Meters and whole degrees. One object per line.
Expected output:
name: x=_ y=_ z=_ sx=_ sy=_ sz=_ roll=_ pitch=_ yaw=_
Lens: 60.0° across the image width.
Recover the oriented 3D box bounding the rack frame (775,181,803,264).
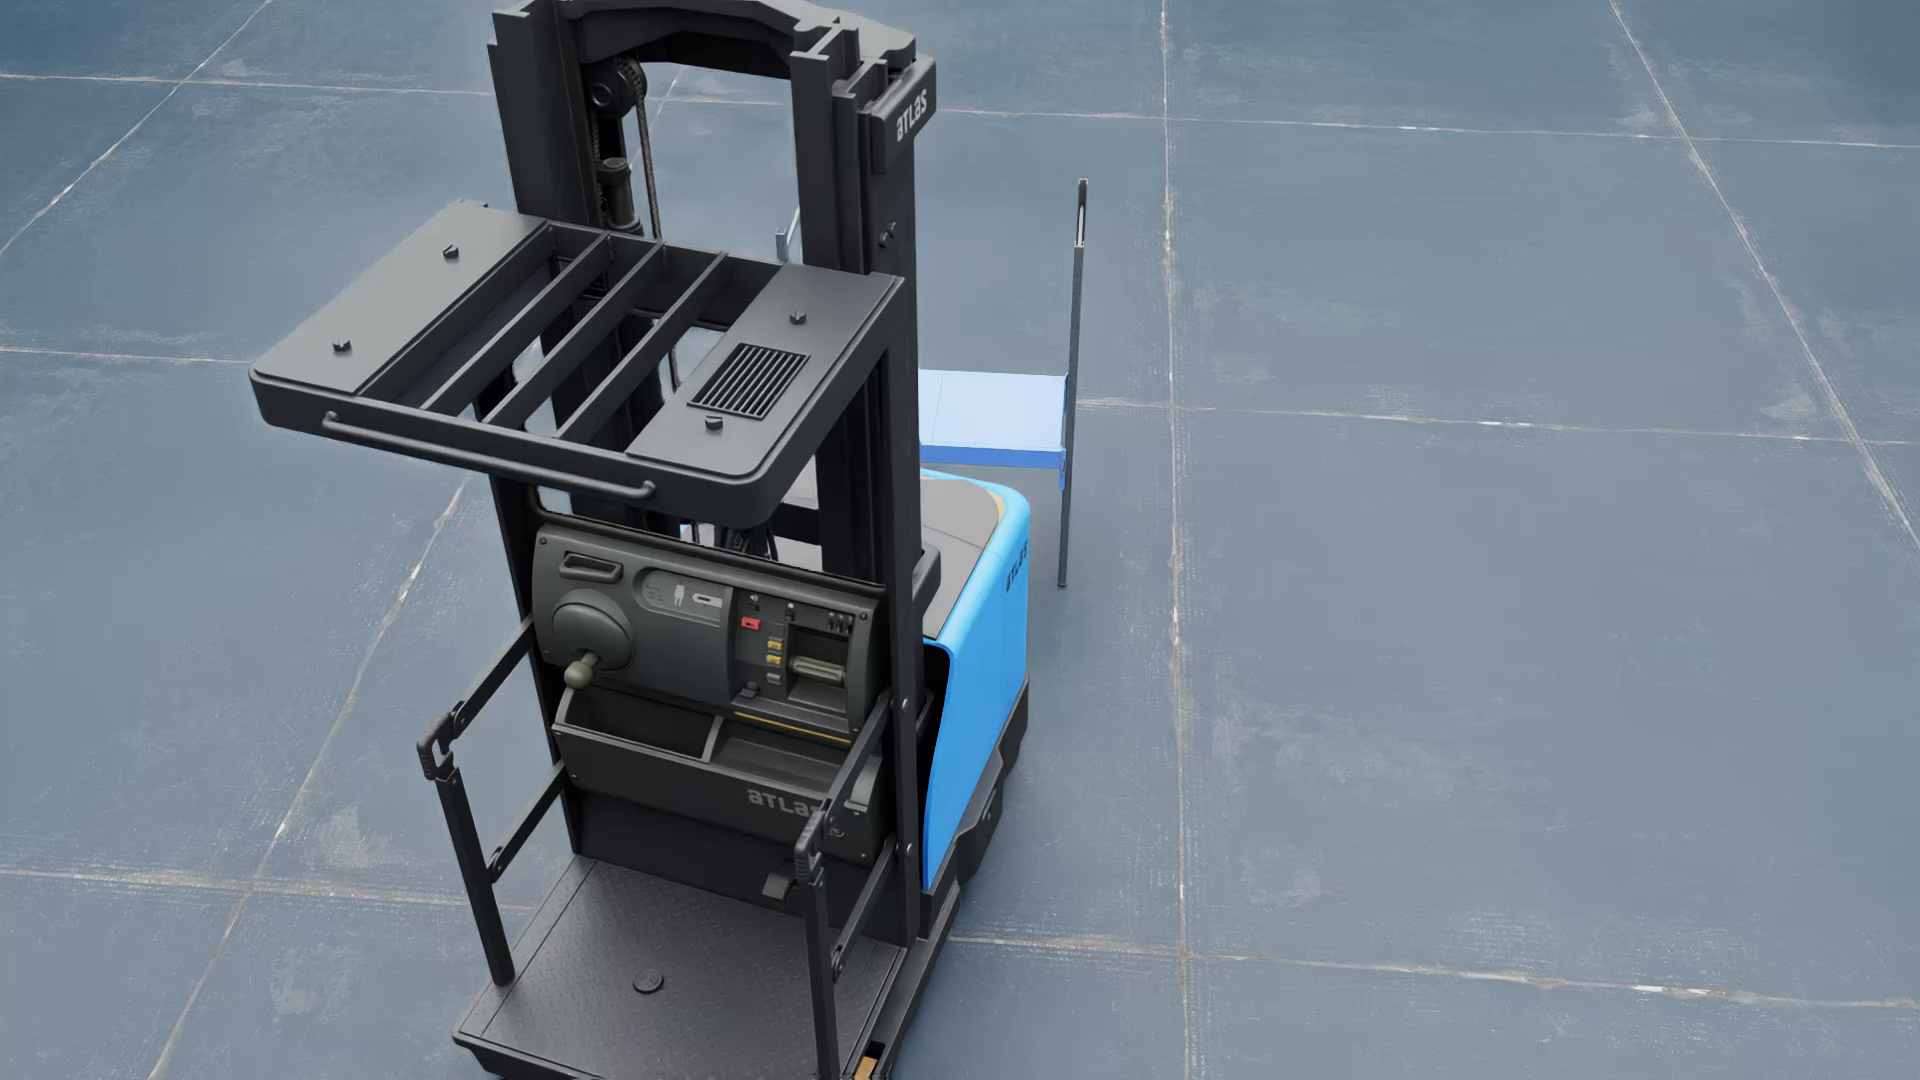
rack frame: x=-0.591 y=-0.614 z=6.316 sx=0.032 sy=1.500 sz=0.500 roll=3 pitch=39 yaw=4

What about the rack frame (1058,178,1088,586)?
rack frame: x=0.421 y=-0.559 z=6.248 sx=0.032 sy=1.500 sz=0.500 roll=3 pitch=39 yaw=4

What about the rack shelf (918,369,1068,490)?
rack shelf: x=-0.085 y=-0.447 z=6.396 sx=1.000 sy=0.185 sz=0.538 roll=3 pitch=39 yaw=4

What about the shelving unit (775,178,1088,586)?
shelving unit: x=-0.085 y=-0.586 z=6.282 sx=1.048 sy=1.500 sz=0.538 roll=3 pitch=39 yaw=4

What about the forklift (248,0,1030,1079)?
forklift: x=-0.726 y=0.317 z=4.039 sx=1.130 sy=2.935 sz=3.031 roll=12 pitch=41 yaw=15
